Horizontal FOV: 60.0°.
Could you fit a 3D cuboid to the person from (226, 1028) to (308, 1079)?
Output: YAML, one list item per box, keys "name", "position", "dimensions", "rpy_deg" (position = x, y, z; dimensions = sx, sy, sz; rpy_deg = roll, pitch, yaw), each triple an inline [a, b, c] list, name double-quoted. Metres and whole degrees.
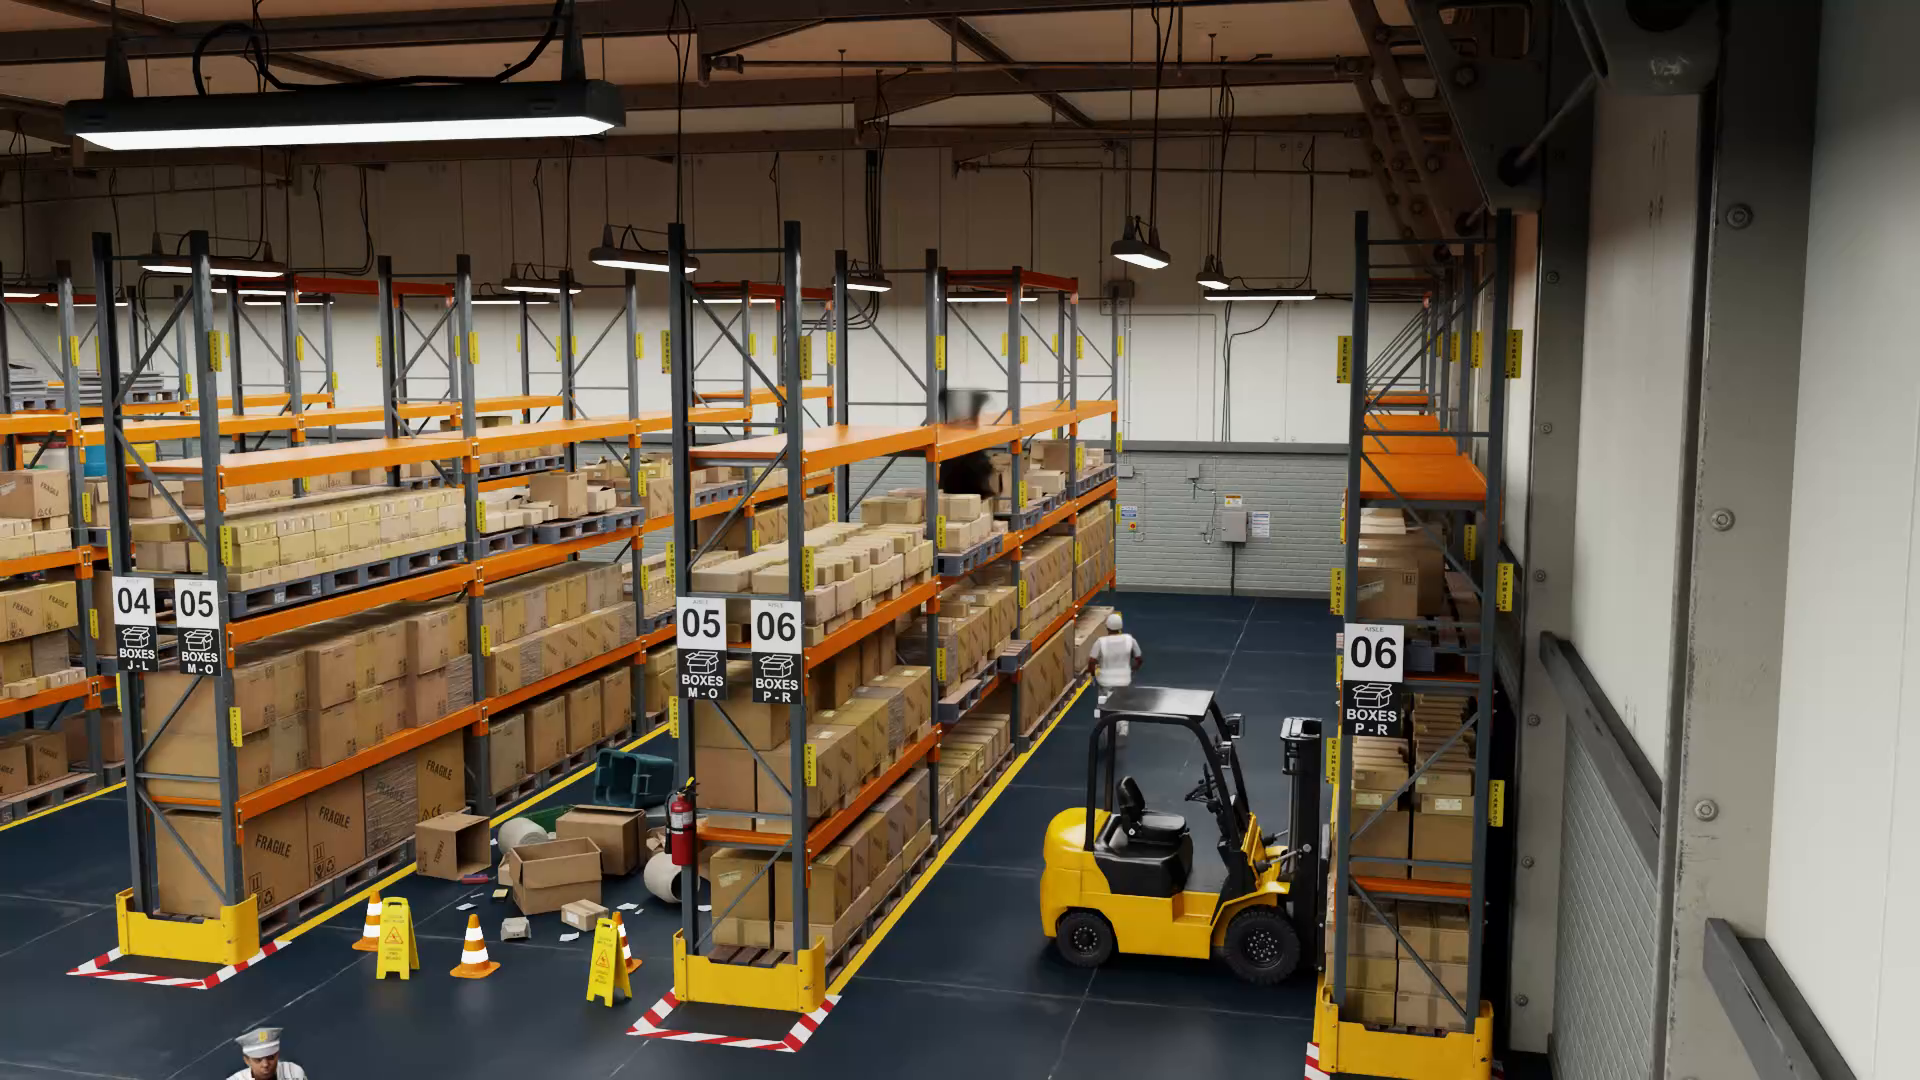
- name: "person"
  position: [-3.704, 3.305, 8.816]
  dimensions: [0.574, 1.638, 0.721]
  rpy_deg: [-5, 8, -34]

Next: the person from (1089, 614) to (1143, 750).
- name: "person"
  position: [1.928, 1.788, 20.674]
  dimensions: [0.685, 1.754, 0.721]
  rpy_deg: [0, 7, -1]
